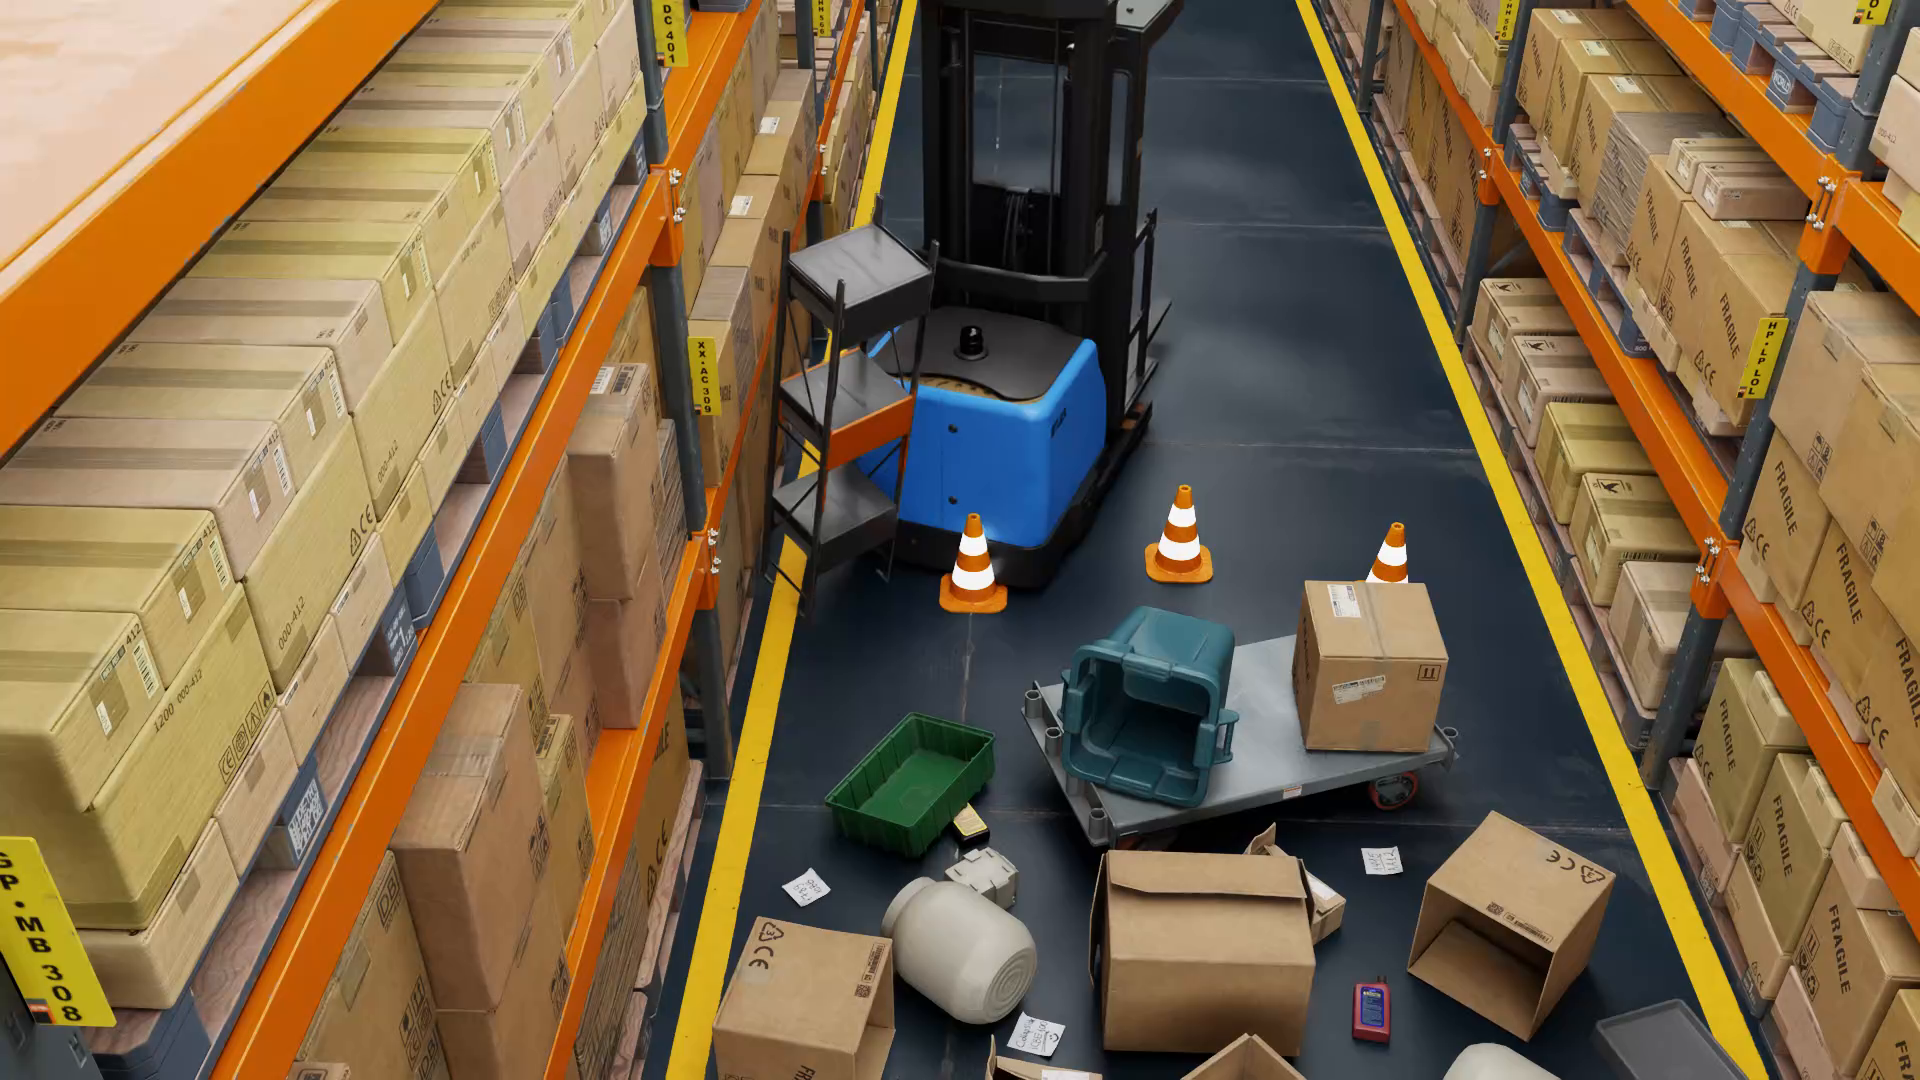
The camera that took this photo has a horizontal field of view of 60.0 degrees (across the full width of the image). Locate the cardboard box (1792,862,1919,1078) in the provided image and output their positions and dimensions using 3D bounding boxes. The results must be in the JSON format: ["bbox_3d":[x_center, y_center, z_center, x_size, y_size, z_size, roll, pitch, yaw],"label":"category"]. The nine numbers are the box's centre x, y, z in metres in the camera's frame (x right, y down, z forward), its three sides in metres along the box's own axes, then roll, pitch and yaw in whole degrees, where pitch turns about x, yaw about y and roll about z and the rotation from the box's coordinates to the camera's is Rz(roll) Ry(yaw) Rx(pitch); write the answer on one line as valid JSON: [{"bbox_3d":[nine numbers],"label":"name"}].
[{"bbox_3d":[3.130,1.414,5.448,0.500,0.500,0.500,3,35,4],"label":"cardboard box"}]

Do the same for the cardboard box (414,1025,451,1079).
[{"bbox_3d":[-1.685,1.479,3.852,0.875,0.550,0.550,1,35,2],"label":"cardboard box"}]

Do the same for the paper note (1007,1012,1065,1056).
[{"bbox_3d":[0.280,1.814,6.095,0.172,0.023,0.155,13,37,18],"label":"paper note"}]

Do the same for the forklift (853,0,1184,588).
[{"bbox_3d":[0.463,-1.803,8.711,1.130,2.935,3.031,13,37,17],"label":"forklift"}]

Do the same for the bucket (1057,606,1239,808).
[{"bbox_3d":[0.804,0.622,6.727,0.726,0.611,0.620,13,27,18],"label":"bucket"}]

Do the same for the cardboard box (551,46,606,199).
[{"bbox_3d":[-1.278,-1.148,4.531,0.500,0.250,0.500,1,35,2],"label":"cardboard box"}]

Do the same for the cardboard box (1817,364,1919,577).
[{"bbox_3d":[3.179,-0.201,5.158,0.700,0.500,0.500,2,35,2],"label":"cardboard box"}]

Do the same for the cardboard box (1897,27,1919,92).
[{"bbox_3d":[3.117,-1.448,5.063,0.380,0.149,0.250,1,35,1],"label":"cardboard box"}]

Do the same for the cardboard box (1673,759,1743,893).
[{"bbox_3d":[3.162,1.115,6.526,0.500,0.250,0.500,0,35,0],"label":"cardboard box"}]

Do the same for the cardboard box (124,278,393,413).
[{"bbox_3d":[-1.282,-0.360,3.064,0.380,0.149,0.250,1,35,1],"label":"cardboard box"}]

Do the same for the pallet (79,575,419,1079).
[{"bbox_3d":[-1.636,0.454,2.909,1.003,0.211,1.213,1,35,2],"label":"pallet"}]

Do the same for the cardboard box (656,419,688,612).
[{"bbox_3d":[-1.497,-0.076,6.064,0.875,0.550,0.550,1,35,2],"label":"cardboard box"}]

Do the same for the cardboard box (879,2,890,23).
[{"bbox_3d":[-0.826,-4.777,14.998,0.380,0.149,0.250,0,35,1],"label":"cardboard box"}]

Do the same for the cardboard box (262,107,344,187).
[{"bbox_3d":[-1.832,-0.873,4.140,0.500,0.250,0.500,1,35,1],"label":"cardboard box"}]

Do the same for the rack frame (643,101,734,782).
[{"bbox_3d":[-1.494,-0.227,6.410,1.000,3.000,0.127,1,35,2],"label":"rack frame"}]

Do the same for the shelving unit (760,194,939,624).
[{"bbox_3d":[-0.539,-0.527,7.561,0.503,2.100,0.431,-28,57,-31],"label":"shelving unit"}]

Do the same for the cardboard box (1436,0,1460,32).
[{"bbox_3d":[3.399,-3.485,10.742,0.500,0.250,0.500,0,35,1],"label":"cardboard box"}]

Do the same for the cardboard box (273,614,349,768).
[{"bbox_3d":[-1.301,0.254,2.883,0.380,0.149,0.250,1,35,2],"label":"cardboard box"}]

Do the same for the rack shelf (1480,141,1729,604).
[{"bbox_3d":[3.536,-1.025,8.171,1.077,0.370,4.000,1,35,2],"label":"rack shelf"}]

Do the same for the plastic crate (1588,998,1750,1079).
[{"bbox_3d":[2.573,1.907,5.912,0.402,0.080,0.583,-10,36,-14],"label":"plastic crate"}]

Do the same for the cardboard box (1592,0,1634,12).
[{"bbox_3d":[3.881,-3.196,9.678,0.500,0.500,0.500,0,35,0],"label":"cardboard box"}]

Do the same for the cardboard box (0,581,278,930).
[{"bbox_3d":[-1.379,0.300,2.471,0.500,0.250,0.500,1,35,2],"label":"cardboard box"}]

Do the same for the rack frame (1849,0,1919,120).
[{"bbox_3d":[3.456,-2.625,4.604,1.000,3.000,0.127,1,35,2],"label":"rack frame"}]

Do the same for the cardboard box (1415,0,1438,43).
[{"bbox_3d":[3.411,-3.580,11.312,0.500,0.250,0.500,1,35,1],"label":"cardboard box"}]

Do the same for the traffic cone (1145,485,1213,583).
[{"bbox_3d":[1.119,-0.067,8.389,0.336,0.463,0.334,1,35,2],"label":"traffic cone"}]

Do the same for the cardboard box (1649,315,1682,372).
[{"bbox_3d":[3.203,-0.842,7.138,0.380,0.149,0.250,1,35,1],"label":"cardboard box"}]

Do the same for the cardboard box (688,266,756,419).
[{"bbox_3d":[-1.185,-0.854,7.215,0.500,0.500,0.500,2,35,2],"label":"cardboard box"}]

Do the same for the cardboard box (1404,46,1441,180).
[{"bbox_3d":[3.804,-3.192,12.111,0.875,0.875,0.875,2,35,3],"label":"cardboard box"}]

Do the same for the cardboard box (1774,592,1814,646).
[{"bbox_3d":[3.164,0.252,5.947,0.380,0.149,0.250,2,35,3],"label":"cardboard box"}]

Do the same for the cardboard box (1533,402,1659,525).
[{"bbox_3d":[3.526,-0.381,8.549,0.950,0.372,0.625,2,35,3],"label":"cardboard box"}]

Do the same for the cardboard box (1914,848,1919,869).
[{"bbox_3d":[3.080,0.986,4.902,0.380,0.149,0.250,1,35,2],"label":"cardboard box"}]

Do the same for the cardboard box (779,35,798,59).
[{"bbox_3d":[-1.114,-2.989,9.934,0.380,0.149,0.250,3,35,4],"label":"cardboard box"}]

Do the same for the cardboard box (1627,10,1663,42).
[{"bbox_3d":[3.876,-2.535,8.984,0.500,0.500,0.500,0,35,1],"label":"cardboard box"}]

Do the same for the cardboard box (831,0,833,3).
[{"bbox_3d":[-1.051,-3.758,11.287,0.380,0.149,0.250,0,35,0],"label":"cardboard box"}]

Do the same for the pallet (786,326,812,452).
[{"bbox_3d":[-1.441,-0.933,9.839,1.003,0.211,1.213,1,35,2],"label":"pallet"}]

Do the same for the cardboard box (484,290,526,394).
[{"bbox_3d":[-1.250,-0.470,3.914,0.380,0.149,0.250,1,35,2],"label":"cardboard box"}]

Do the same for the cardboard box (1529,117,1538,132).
[{"bbox_3d":[3.418,-2.355,9.291,0.380,0.149,0.250,-1,35,-1],"label":"cardboard box"}]

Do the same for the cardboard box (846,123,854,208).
[{"bbox_3d":[-1.018,-2.658,11.678,0.500,0.500,0.500,0,35,1],"label":"cardboard box"}]

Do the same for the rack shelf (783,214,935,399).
[{"bbox_3d":[-0.449,-0.993,7.065,0.480,0.518,0.431,-28,57,-31],"label":"rack shelf"}]

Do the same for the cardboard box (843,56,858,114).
[{"bbox_3d":[-0.991,-3.246,11.862,0.500,0.250,0.500,0,35,0],"label":"cardboard box"}]

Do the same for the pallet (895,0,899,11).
[{"bbox_3d":[-1.083,-5.471,16.296,1.003,0.211,1.213,1,35,2],"label":"pallet"}]

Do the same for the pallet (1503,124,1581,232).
[{"bbox_3d":[3.694,-1.978,9.069,1.213,0.211,1.003,1,35,2],"label":"pallet"}]

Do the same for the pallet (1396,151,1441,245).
[{"bbox_3d":[3.775,-2.478,12.038,1.003,0.211,1.213,1,35,2],"label":"pallet"}]

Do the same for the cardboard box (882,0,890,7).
[{"bbox_3d":[-0.823,-4.895,14.908,0.380,0.149,0.250,1,35,2],"label":"cardboard box"}]

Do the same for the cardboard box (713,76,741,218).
[{"bbox_3d":[-1.419,-1.838,7.746,0.700,0.500,0.500,1,35,1],"label":"cardboard box"}]

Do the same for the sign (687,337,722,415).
[{"bbox_3d":[-0.940,-0.601,6.121,0.100,0.325,0.005,1,35,2],"label":"sign"}]

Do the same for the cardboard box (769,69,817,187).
[{"bbox_3d":[-1.083,-2.301,9.274,0.500,0.500,0.500,1,35,2],"label":"cardboard box"}]

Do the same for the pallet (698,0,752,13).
[{"bbox_3d":[-1.348,-2.661,7.429,1.003,0.211,1.213,3,35,4],"label":"pallet"}]

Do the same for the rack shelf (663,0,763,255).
[{"bbox_3d":[-1.414,-2.309,7.389,1.077,0.370,4.000,1,35,2],"label":"rack shelf"}]

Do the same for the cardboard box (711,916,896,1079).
[{"bbox_3d":[-0.531,1.711,5.825,0.500,0.500,0.500,7,36,10],"label":"cardboard box"}]

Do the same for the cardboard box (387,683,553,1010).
[{"bbox_3d":[-1.513,0.719,3.994,0.875,0.550,0.550,1,35,2],"label":"cardboard box"}]

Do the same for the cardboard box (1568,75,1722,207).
[{"bbox_3d":[3.339,-1.945,8.144,0.500,0.500,0.500,2,35,3],"label":"cardboard box"}]

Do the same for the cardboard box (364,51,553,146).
[{"bbox_3d":[-1.230,-1.090,4.103,0.380,0.149,0.250,1,35,2],"label":"cardboard box"}]

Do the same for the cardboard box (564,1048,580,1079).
[{"bbox_3d":[-1.660,1.872,4.906,0.875,0.875,0.875,1,35,1],"label":"cardboard box"}]

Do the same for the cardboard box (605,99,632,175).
[{"bbox_3d":[-1.199,-1.202,4.956,0.380,0.149,0.250,2,35,3],"label":"cardboard box"}]

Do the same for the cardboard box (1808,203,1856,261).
[{"bbox_3d":[3.781,-1.055,6.878,0.500,0.500,0.500,1,35,2],"label":"cardboard box"}]
